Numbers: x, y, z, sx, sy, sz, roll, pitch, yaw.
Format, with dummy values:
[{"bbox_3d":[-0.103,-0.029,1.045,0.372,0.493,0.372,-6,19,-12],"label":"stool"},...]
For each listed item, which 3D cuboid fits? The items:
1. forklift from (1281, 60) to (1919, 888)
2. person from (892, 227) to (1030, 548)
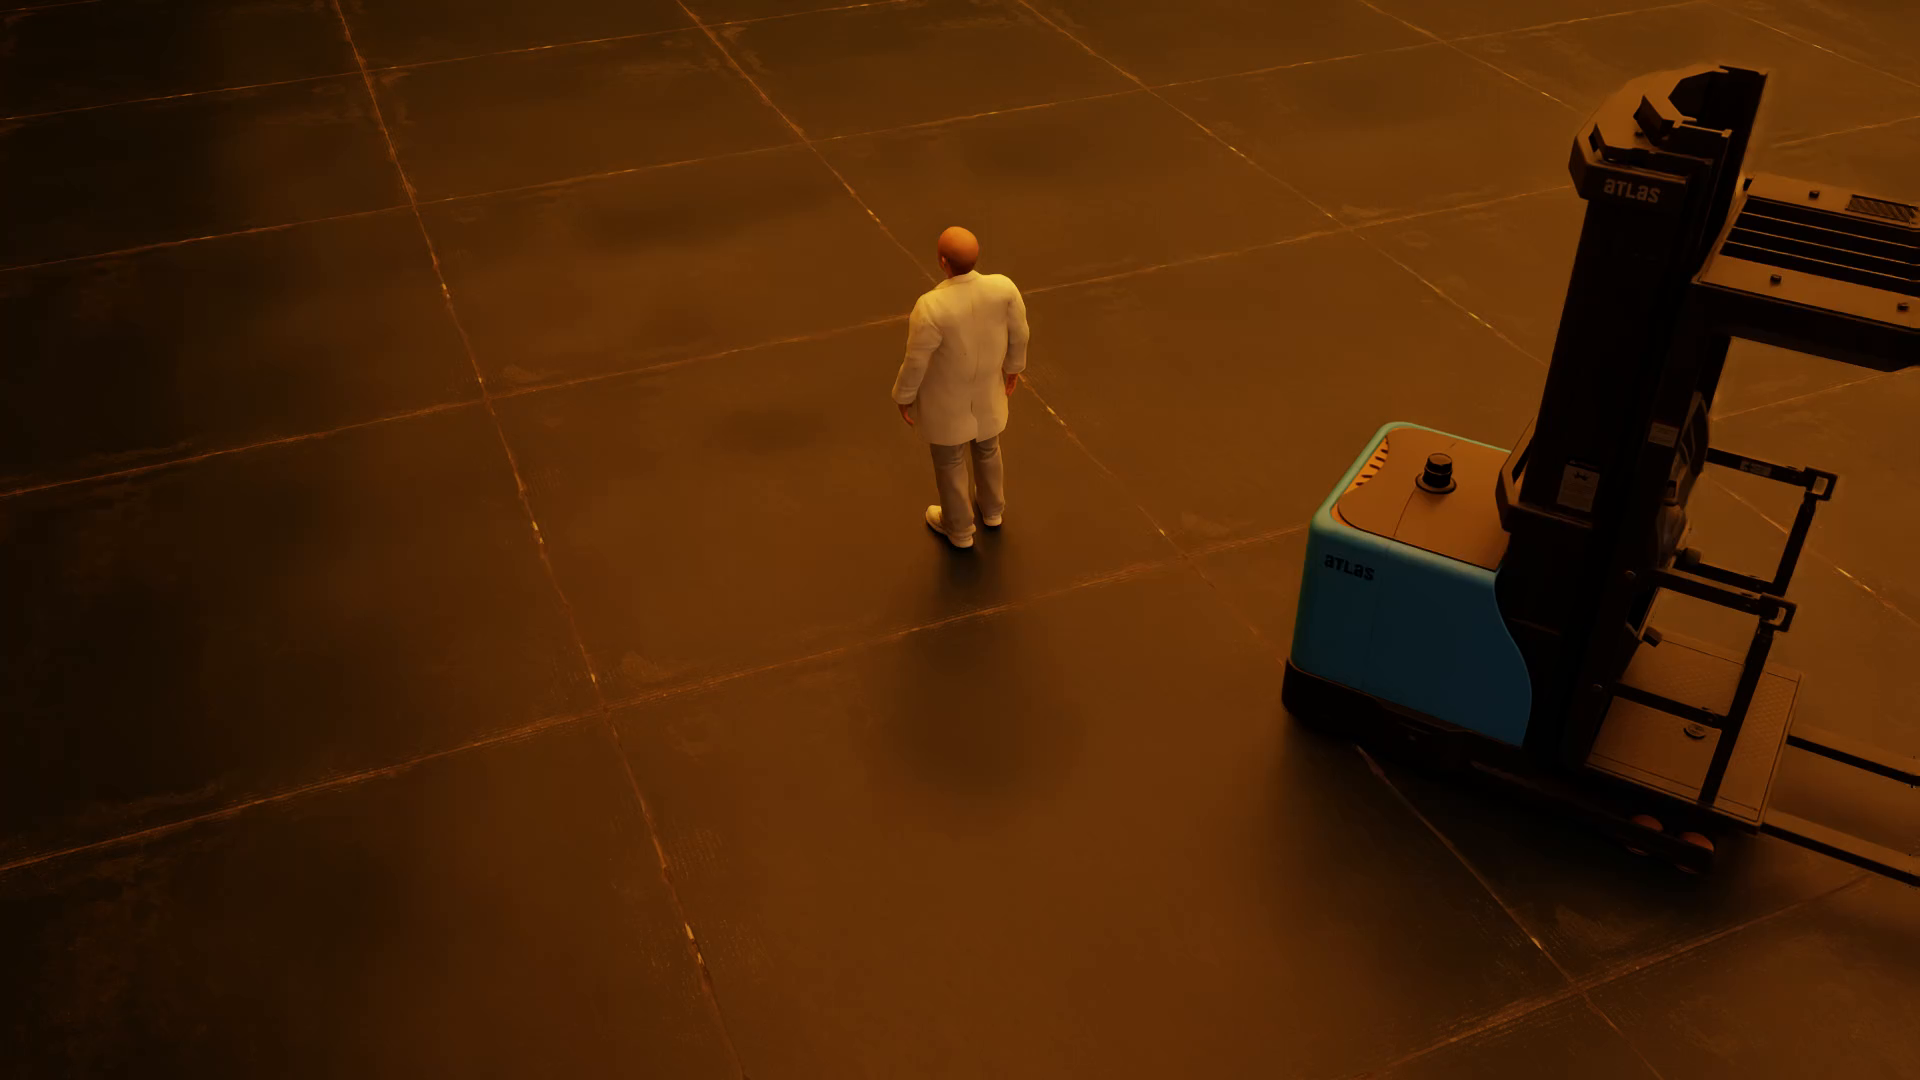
[{"bbox_3d":[2.975,-0.200,6.380,3.031,2.935,1.130,19,40,25],"label":"forklift"},{"bbox_3d":[-0.031,-0.779,8.178,0.694,1.775,0.581,-14,38,-19],"label":"person"}]
